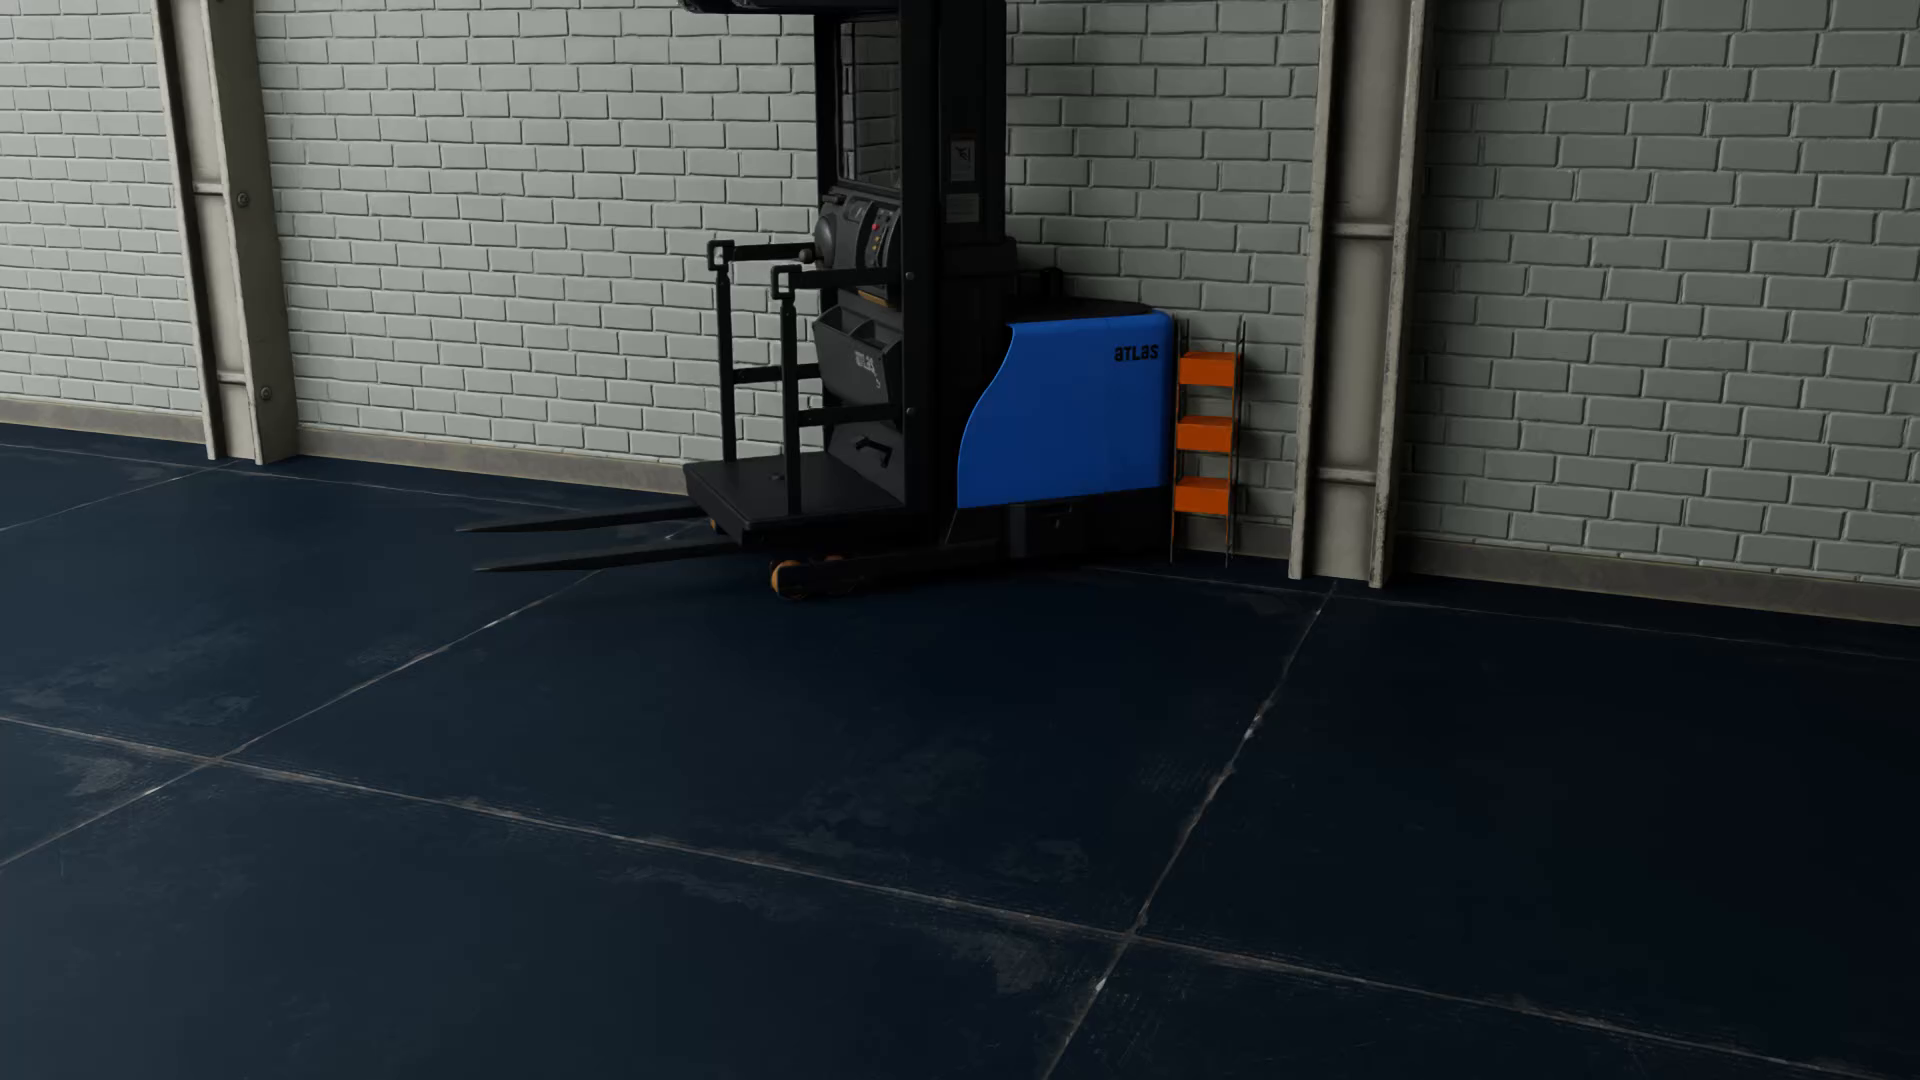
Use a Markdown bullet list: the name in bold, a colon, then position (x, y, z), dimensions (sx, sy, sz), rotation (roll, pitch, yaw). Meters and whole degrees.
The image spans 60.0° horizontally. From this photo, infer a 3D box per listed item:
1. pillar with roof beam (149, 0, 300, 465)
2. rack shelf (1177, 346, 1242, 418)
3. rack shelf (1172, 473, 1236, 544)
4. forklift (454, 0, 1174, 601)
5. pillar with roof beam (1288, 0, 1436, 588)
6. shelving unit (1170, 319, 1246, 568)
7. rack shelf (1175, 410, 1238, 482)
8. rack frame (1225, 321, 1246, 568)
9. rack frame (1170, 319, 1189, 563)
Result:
- **pillar with roof beam**: position (-5.517, -3.675, 4.193), dimensions (0.400, 9.000, 9.100), rotation (6, 17, 21)
- **rack shelf**: position (1.077, -0.683, 7.162), dimensions (0.240, 0.259, 0.215), rotation (5, 17, 18)
- **rack shelf**: position (1.077, -0.143, 7.319), dimensions (0.240, 0.259, 0.215), rotation (5, 17, 18)
- **forklift**: position (-0.621, -1.323, 6.974), dimensions (3.031, 2.935, 1.130), rotation (-7, 17, -22)
- **pillar with roof beam**: position (0.065, -3.061, 2.078), dimensions (0.400, 9.000, 9.100), rotation (6, 17, 21)
- **shelving unit**: position (1.077, -0.420, 7.238), dimensions (0.252, 1.050, 0.215), rotation (5, 17, 18)
- **rack shelf**: position (1.077, -0.410, 7.241), dimensions (0.240, 0.259, 0.215), rotation (5, 17, 18)
- **rack frame**: position (1.193, -0.410, 7.202), dimensions (0.008, 1.050, 0.200), rotation (5, 17, 18)
- **rack frame**: position (0.962, -0.431, 7.275), dimensions (0.008, 1.050, 0.200), rotation (5, 17, 18)
